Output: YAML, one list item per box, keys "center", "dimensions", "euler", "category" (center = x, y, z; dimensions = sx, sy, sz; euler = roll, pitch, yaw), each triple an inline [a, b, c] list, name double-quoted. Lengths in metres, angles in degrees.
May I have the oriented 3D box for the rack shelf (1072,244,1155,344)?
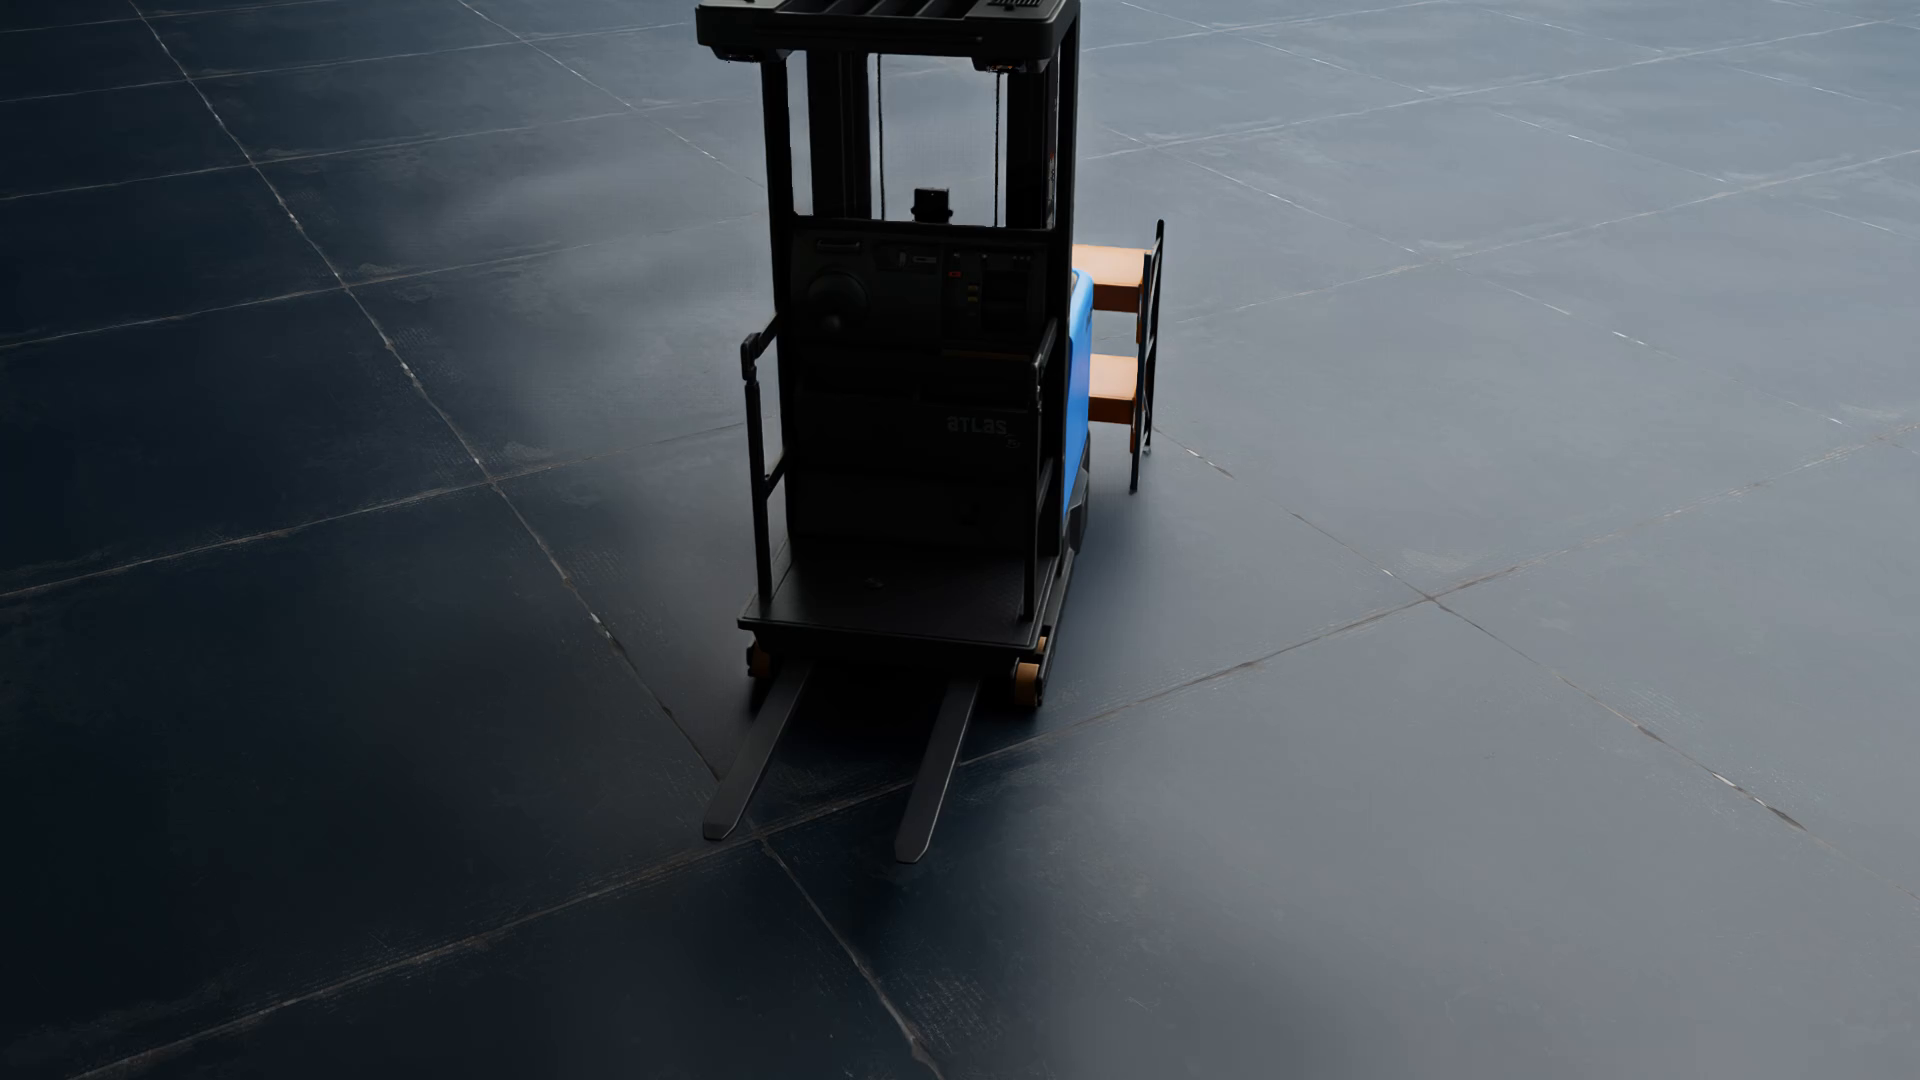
- center: [0.365, -1.162, 7.583]
  dimensions: [1.000, 0.278, 0.538]
  euler: [6, 29, 11]
  category: "rack shelf"

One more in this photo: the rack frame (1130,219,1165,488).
- center: [0.860, -0.850, 7.626]
  dimensions: [0.032, 1.125, 0.500]
  euler: [6, 29, 11]
  category: "rack frame"

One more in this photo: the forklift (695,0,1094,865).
- center: [-0.187, -0.859, 5.773]
  dimensions: [1.130, 2.935, 3.031]
  euler: [5, 29, 9]
  category: "forklift"

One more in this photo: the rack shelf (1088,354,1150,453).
- center: [0.364, -0.692, 7.842]
  dimensions: [1.000, 0.278, 0.538]
  euler: [6, 29, 11]
  category: "rack shelf"

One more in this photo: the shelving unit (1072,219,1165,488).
- center: [0.365, -0.906, 7.725]
  dimensions: [1.048, 1.125, 0.538]
  euler: [6, 29, 11]
  category: "shelving unit"
